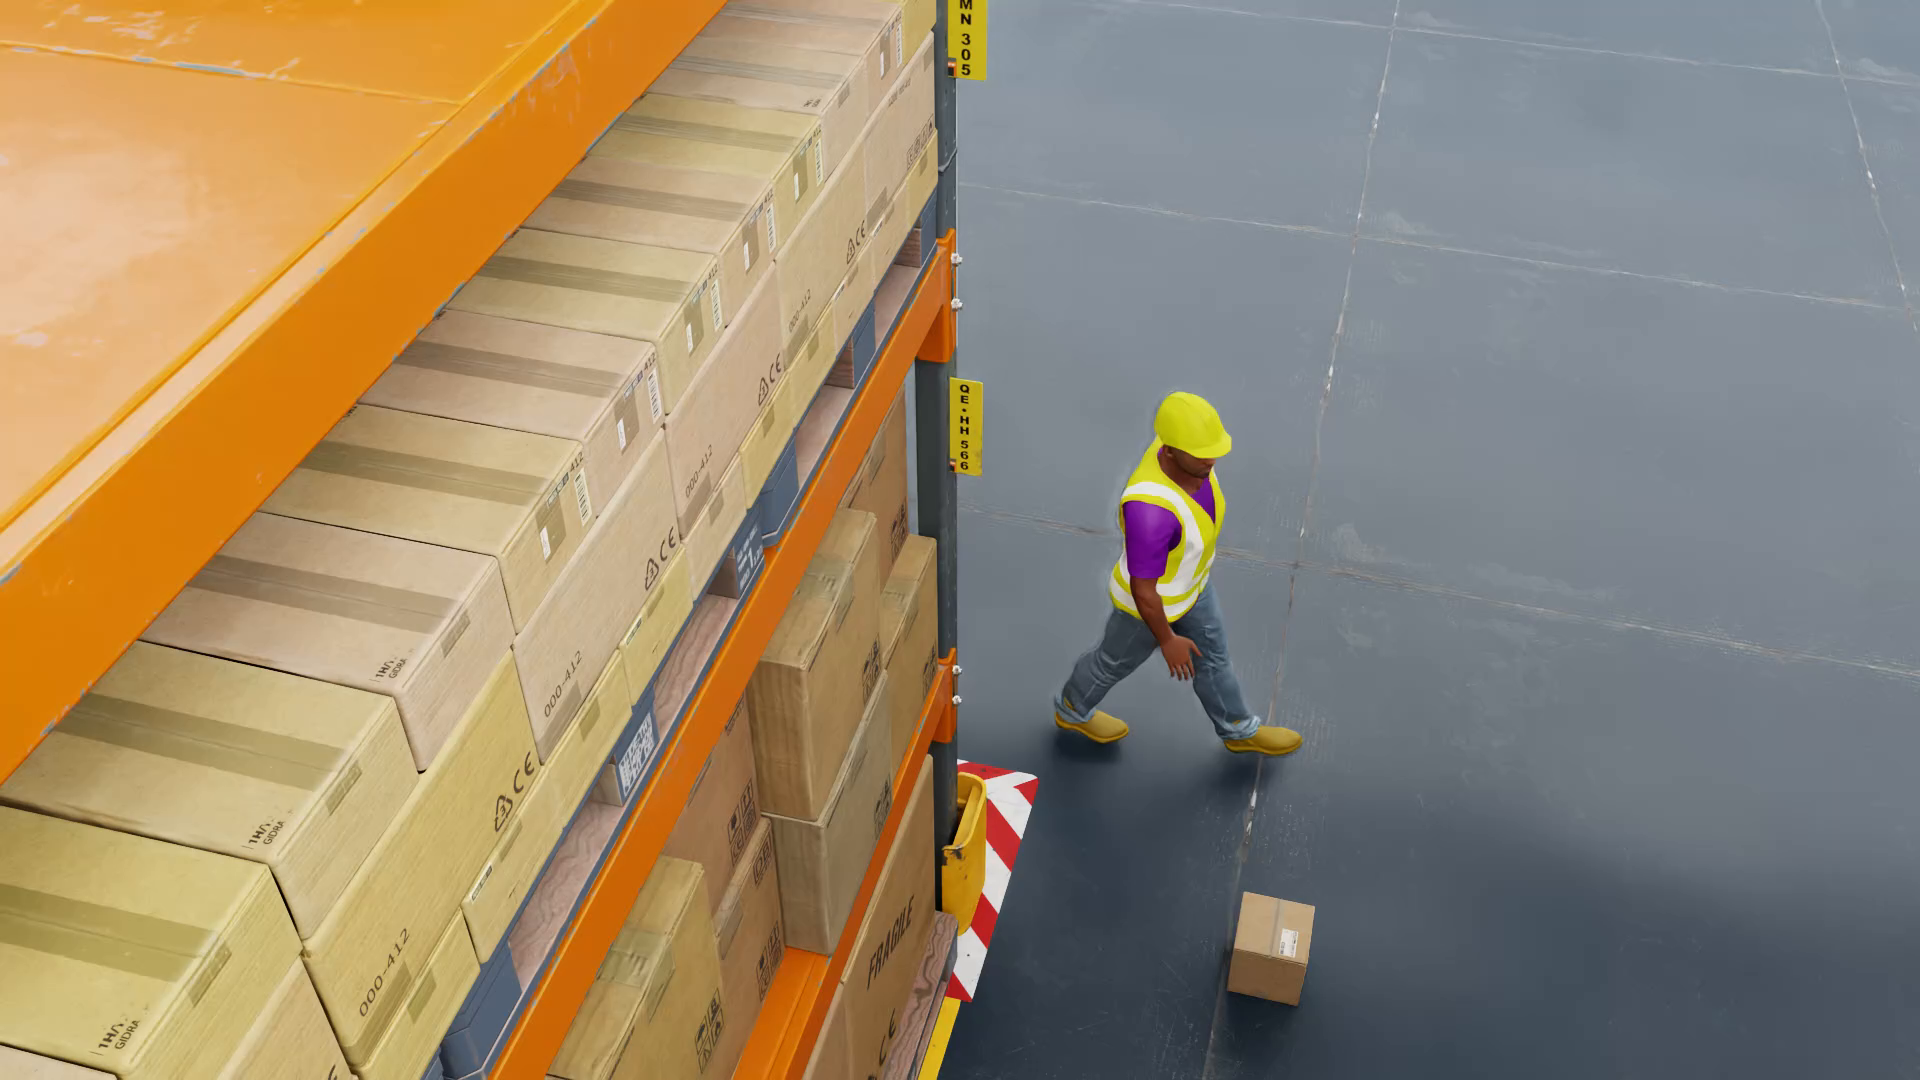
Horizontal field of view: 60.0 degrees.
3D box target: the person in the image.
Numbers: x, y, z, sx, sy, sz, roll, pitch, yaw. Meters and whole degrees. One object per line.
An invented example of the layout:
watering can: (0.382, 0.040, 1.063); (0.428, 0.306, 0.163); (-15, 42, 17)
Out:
person: (0.813, 0.192, 6.057); (0.953, 1.714, 0.627); (20, 45, 22)
